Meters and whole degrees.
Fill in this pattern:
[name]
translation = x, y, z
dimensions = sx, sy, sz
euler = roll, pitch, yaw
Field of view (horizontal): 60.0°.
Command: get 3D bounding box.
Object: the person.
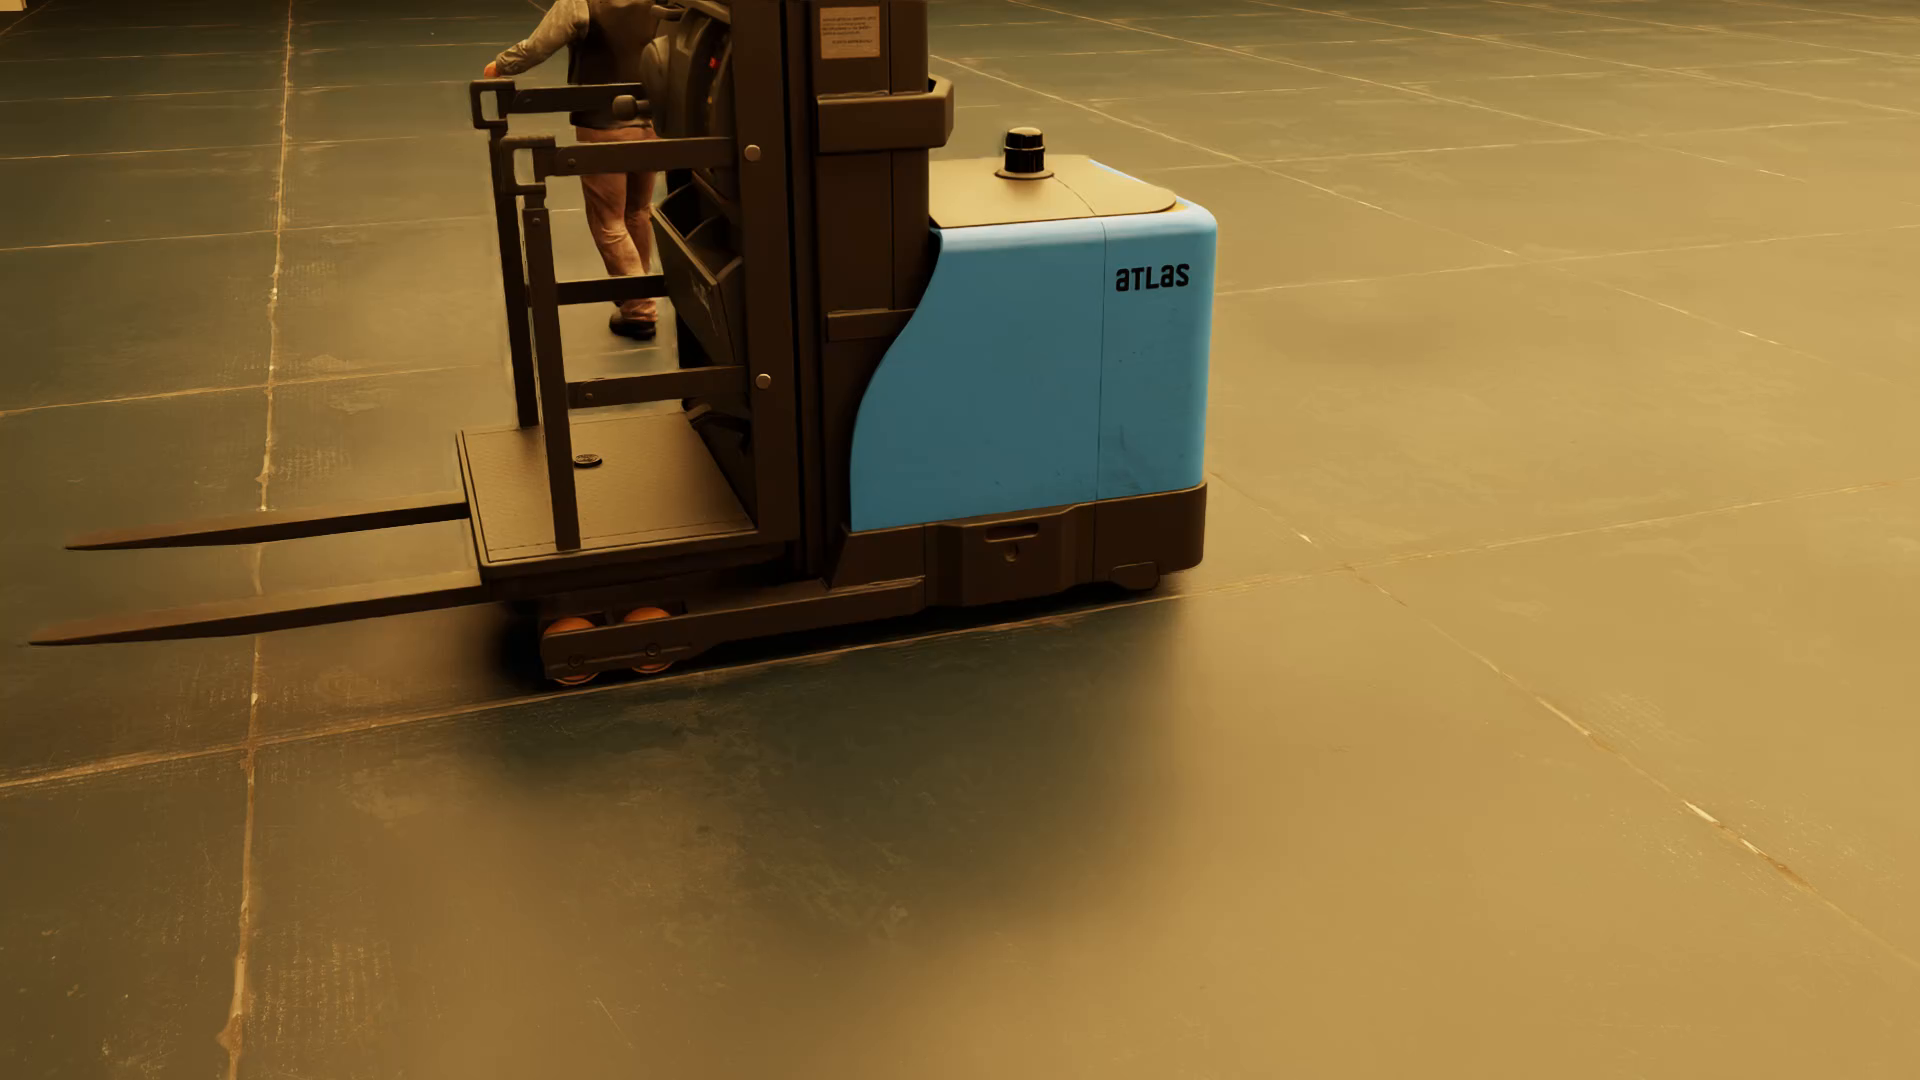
[person]
translation = -1.442, -1.759, 7.111
dimensions = 0.954, 1.705, 0.728
euler = -18, 29, -36

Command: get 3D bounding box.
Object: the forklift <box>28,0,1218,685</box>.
[forklift]
translation = -0.877, -1.215, 4.187
dimensions = 3.031, 2.935, 1.130
euler = -8, 24, -17
